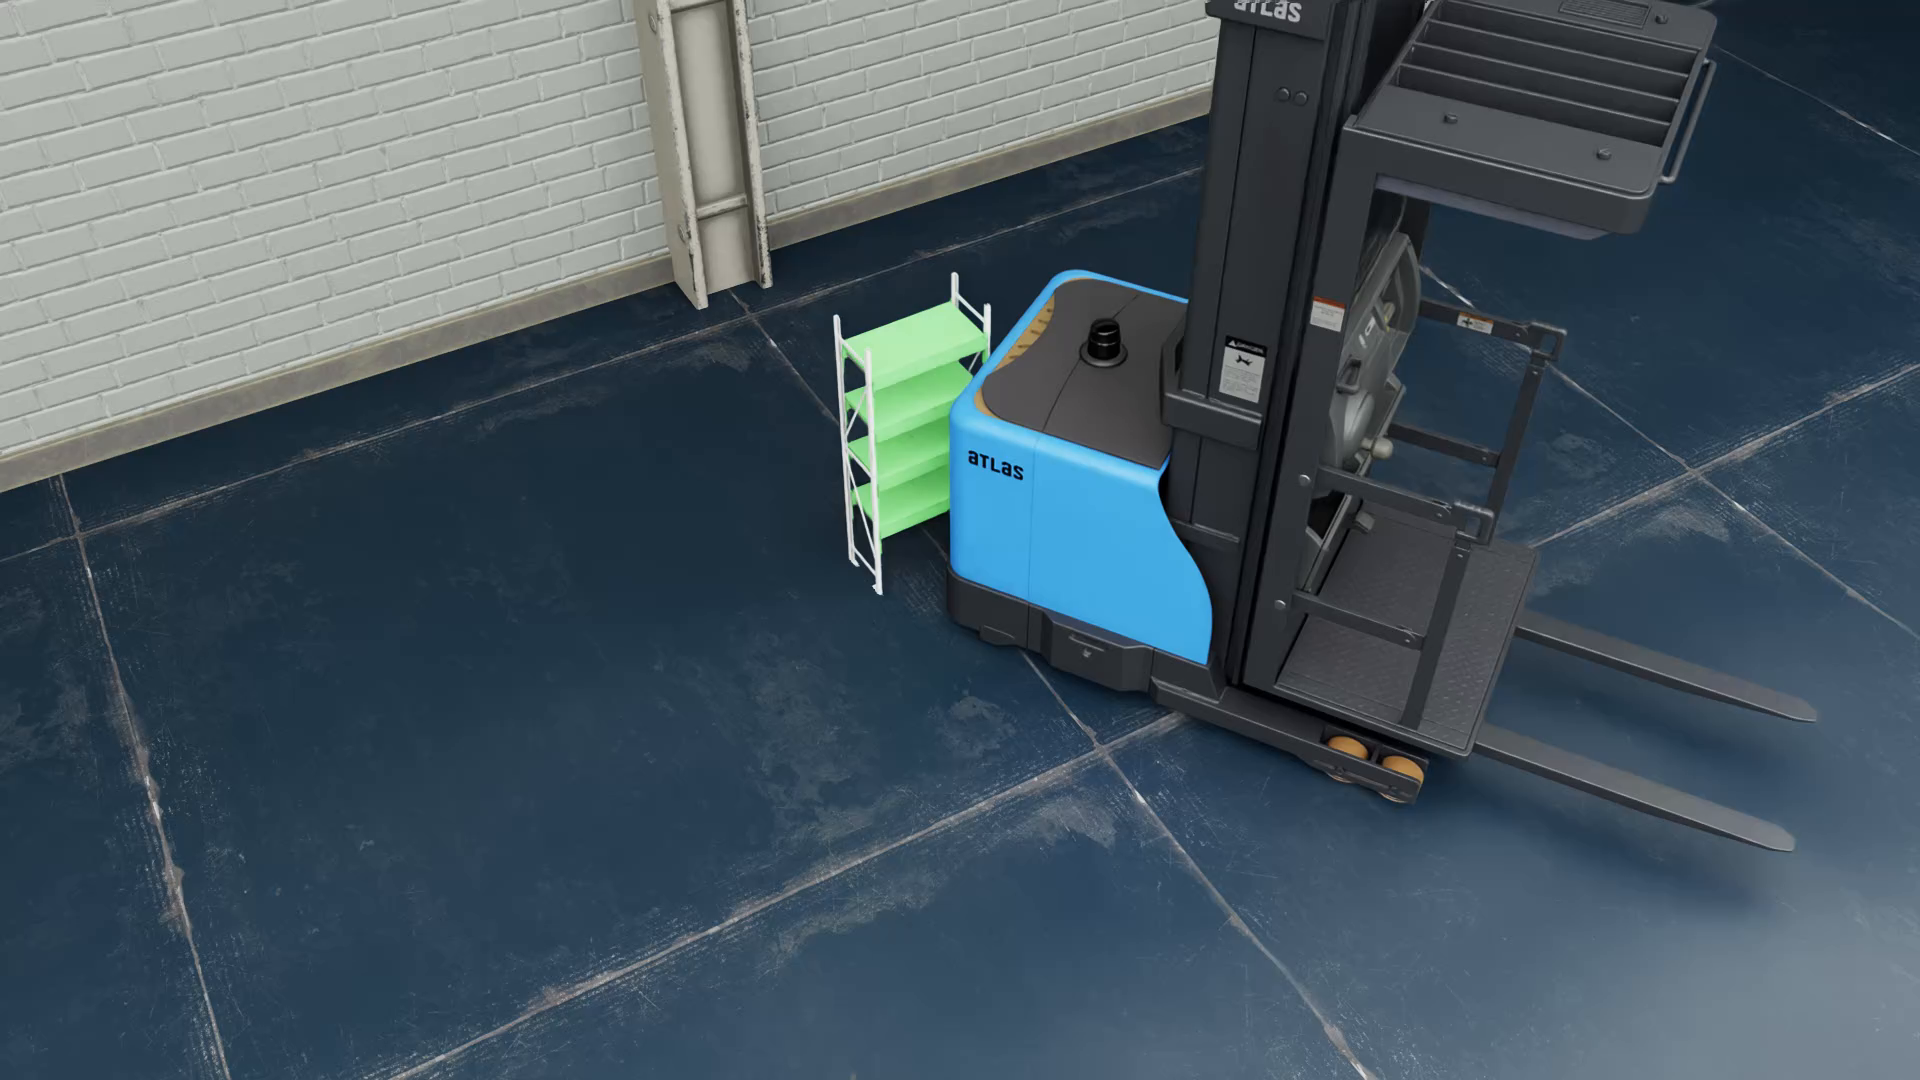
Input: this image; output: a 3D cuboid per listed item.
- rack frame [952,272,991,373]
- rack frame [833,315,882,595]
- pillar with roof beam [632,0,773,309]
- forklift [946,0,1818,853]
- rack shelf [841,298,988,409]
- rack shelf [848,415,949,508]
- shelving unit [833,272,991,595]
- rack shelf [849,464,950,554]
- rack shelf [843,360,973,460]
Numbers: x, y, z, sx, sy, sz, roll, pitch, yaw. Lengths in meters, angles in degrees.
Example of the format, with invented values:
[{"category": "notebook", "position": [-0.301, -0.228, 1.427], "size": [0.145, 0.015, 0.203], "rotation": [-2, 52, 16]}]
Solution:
[{"category": "rack frame", "position": [0.039, -0.466, 6.369], "size": [0.015, 1.200, 0.240], "rotation": [-23, 49, -22]}, {"category": "rack frame", "position": [-0.375, -0.287, 6.184], "size": [0.015, 1.200, 0.240], "rotation": [-23, 49, -22]}, {"category": "pillar with roof beam", "position": [0.998, -1.881, 2.227], "size": [0.400, 9.000, 9.100], "rotation": [-22, 48, -21]}, {"category": "forklift", "position": [1.500, -0.563, 5.225], "size": [3.031, 2.935, 1.130], "rotation": [19, 47, 19]}, {"category": "rack shelf", "position": [-0.168, -0.675, 5.987], "size": [0.480, 0.148, 0.258], "rotation": [-23, 49, -22]}, {"category": "rack shelf", "position": [-0.168, -0.331, 6.321], "size": [0.480, 0.148, 0.258], "rotation": [-23, 49, -22]}, {"category": "shelving unit", "position": [-0.168, -0.377, 6.277], "size": [0.503, 1.200, 0.258], "rotation": [-23, 49, -22]}, {"category": "rack shelf", "position": [-0.168, -0.159, 6.488], "size": [0.480, 0.148, 0.258], "rotation": [-23, 49, -22]}, {"category": "rack shelf", "position": [-0.168, -0.503, 6.154], "size": [0.480, 0.148, 0.258], "rotation": [-23, 49, -22]}]
